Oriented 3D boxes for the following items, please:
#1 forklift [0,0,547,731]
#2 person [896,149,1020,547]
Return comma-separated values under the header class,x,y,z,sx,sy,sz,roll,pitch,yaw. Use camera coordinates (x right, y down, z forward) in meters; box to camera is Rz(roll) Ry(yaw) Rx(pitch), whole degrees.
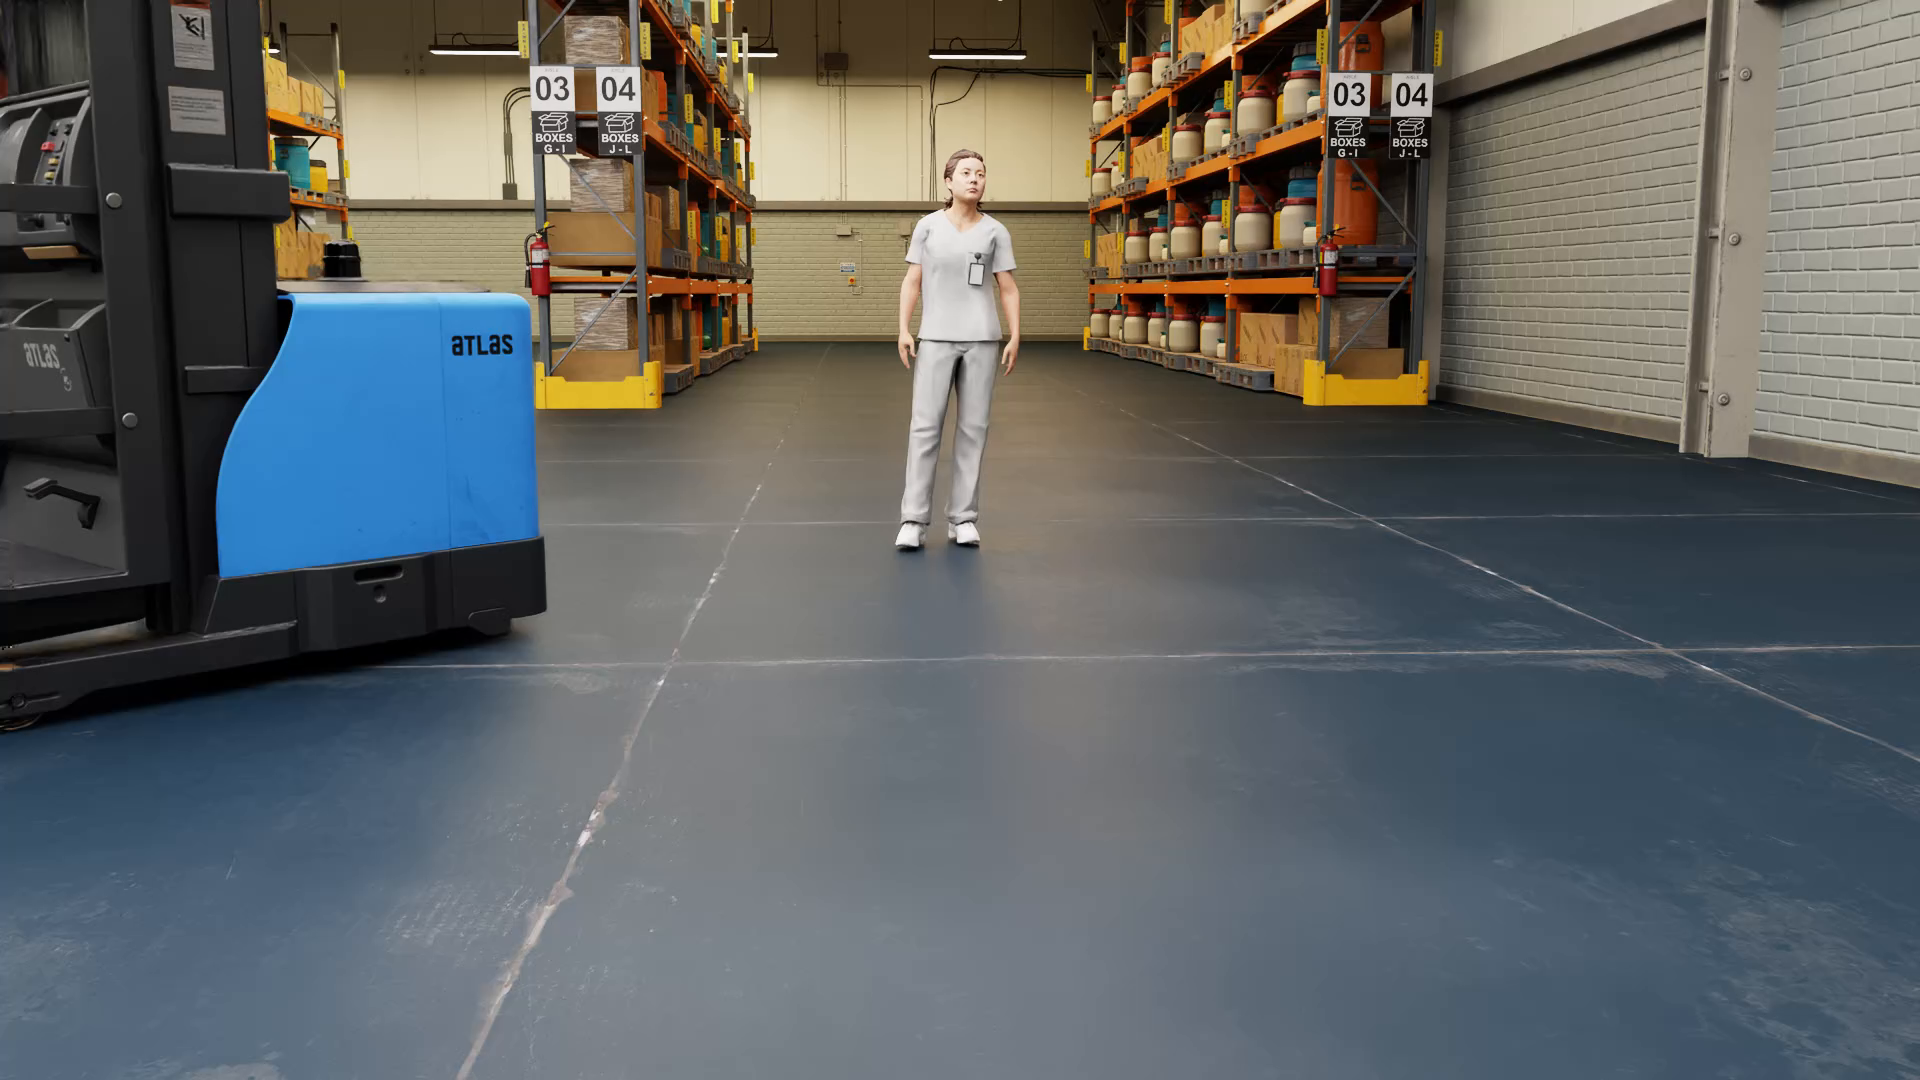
class,x,y,z,sx,sy,sz,roll,pitch,yaw
forklift,-2.677,-1.039,4.329,1.130,2.935,3.031,8,11,41
person,-0.009,-0.819,7.113,0.550,1.664,0.549,-1,8,-4
